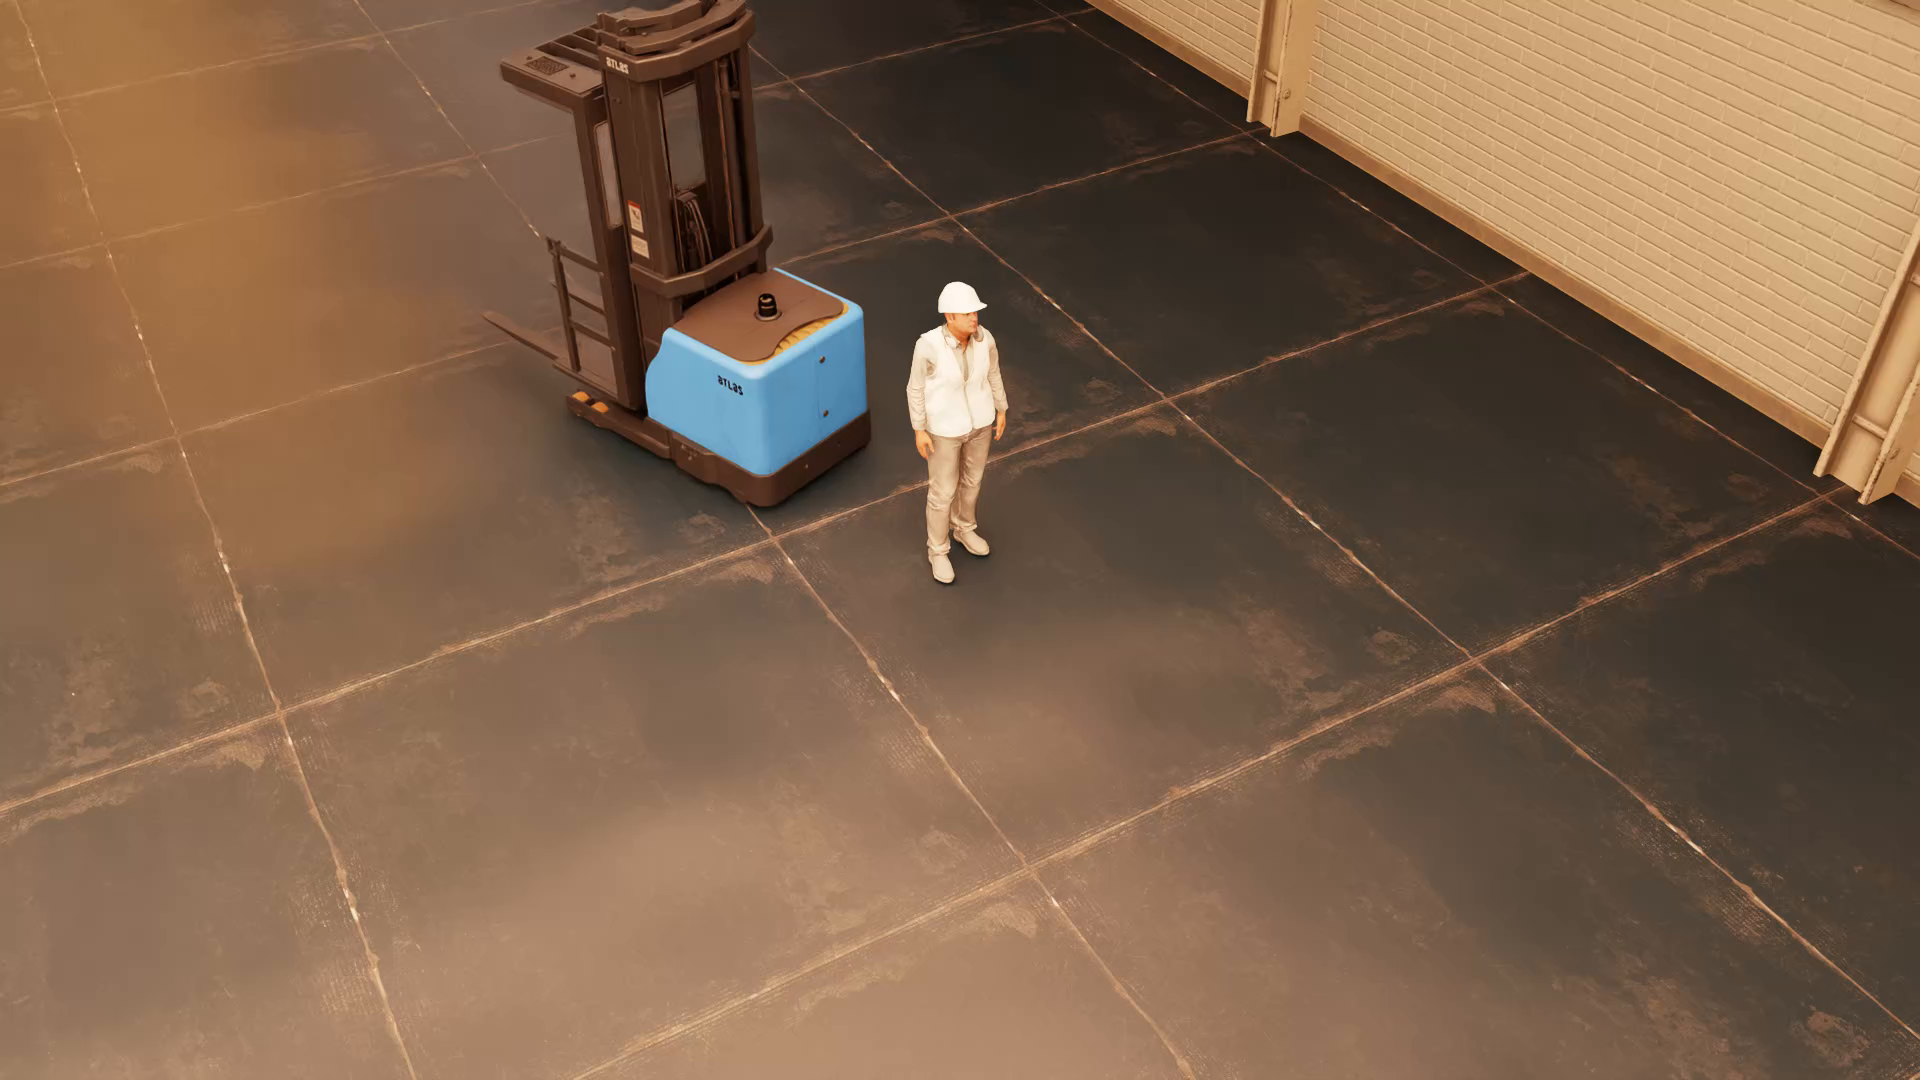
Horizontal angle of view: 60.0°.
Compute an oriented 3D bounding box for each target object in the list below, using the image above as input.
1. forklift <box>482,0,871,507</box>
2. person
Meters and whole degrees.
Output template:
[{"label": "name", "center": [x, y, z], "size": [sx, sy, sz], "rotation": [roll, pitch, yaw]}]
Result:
[{"label": "forklift", "center": [-2.050, -2.125, 10.598], "size": [3.031, 2.935, 1.130], "rotation": [28, 47, 29]}, {"label": "person", "center": [0.024, -0.652, 9.717], "size": [0.632, 1.773, 0.568], "rotation": [-20, 44, -23]}]
